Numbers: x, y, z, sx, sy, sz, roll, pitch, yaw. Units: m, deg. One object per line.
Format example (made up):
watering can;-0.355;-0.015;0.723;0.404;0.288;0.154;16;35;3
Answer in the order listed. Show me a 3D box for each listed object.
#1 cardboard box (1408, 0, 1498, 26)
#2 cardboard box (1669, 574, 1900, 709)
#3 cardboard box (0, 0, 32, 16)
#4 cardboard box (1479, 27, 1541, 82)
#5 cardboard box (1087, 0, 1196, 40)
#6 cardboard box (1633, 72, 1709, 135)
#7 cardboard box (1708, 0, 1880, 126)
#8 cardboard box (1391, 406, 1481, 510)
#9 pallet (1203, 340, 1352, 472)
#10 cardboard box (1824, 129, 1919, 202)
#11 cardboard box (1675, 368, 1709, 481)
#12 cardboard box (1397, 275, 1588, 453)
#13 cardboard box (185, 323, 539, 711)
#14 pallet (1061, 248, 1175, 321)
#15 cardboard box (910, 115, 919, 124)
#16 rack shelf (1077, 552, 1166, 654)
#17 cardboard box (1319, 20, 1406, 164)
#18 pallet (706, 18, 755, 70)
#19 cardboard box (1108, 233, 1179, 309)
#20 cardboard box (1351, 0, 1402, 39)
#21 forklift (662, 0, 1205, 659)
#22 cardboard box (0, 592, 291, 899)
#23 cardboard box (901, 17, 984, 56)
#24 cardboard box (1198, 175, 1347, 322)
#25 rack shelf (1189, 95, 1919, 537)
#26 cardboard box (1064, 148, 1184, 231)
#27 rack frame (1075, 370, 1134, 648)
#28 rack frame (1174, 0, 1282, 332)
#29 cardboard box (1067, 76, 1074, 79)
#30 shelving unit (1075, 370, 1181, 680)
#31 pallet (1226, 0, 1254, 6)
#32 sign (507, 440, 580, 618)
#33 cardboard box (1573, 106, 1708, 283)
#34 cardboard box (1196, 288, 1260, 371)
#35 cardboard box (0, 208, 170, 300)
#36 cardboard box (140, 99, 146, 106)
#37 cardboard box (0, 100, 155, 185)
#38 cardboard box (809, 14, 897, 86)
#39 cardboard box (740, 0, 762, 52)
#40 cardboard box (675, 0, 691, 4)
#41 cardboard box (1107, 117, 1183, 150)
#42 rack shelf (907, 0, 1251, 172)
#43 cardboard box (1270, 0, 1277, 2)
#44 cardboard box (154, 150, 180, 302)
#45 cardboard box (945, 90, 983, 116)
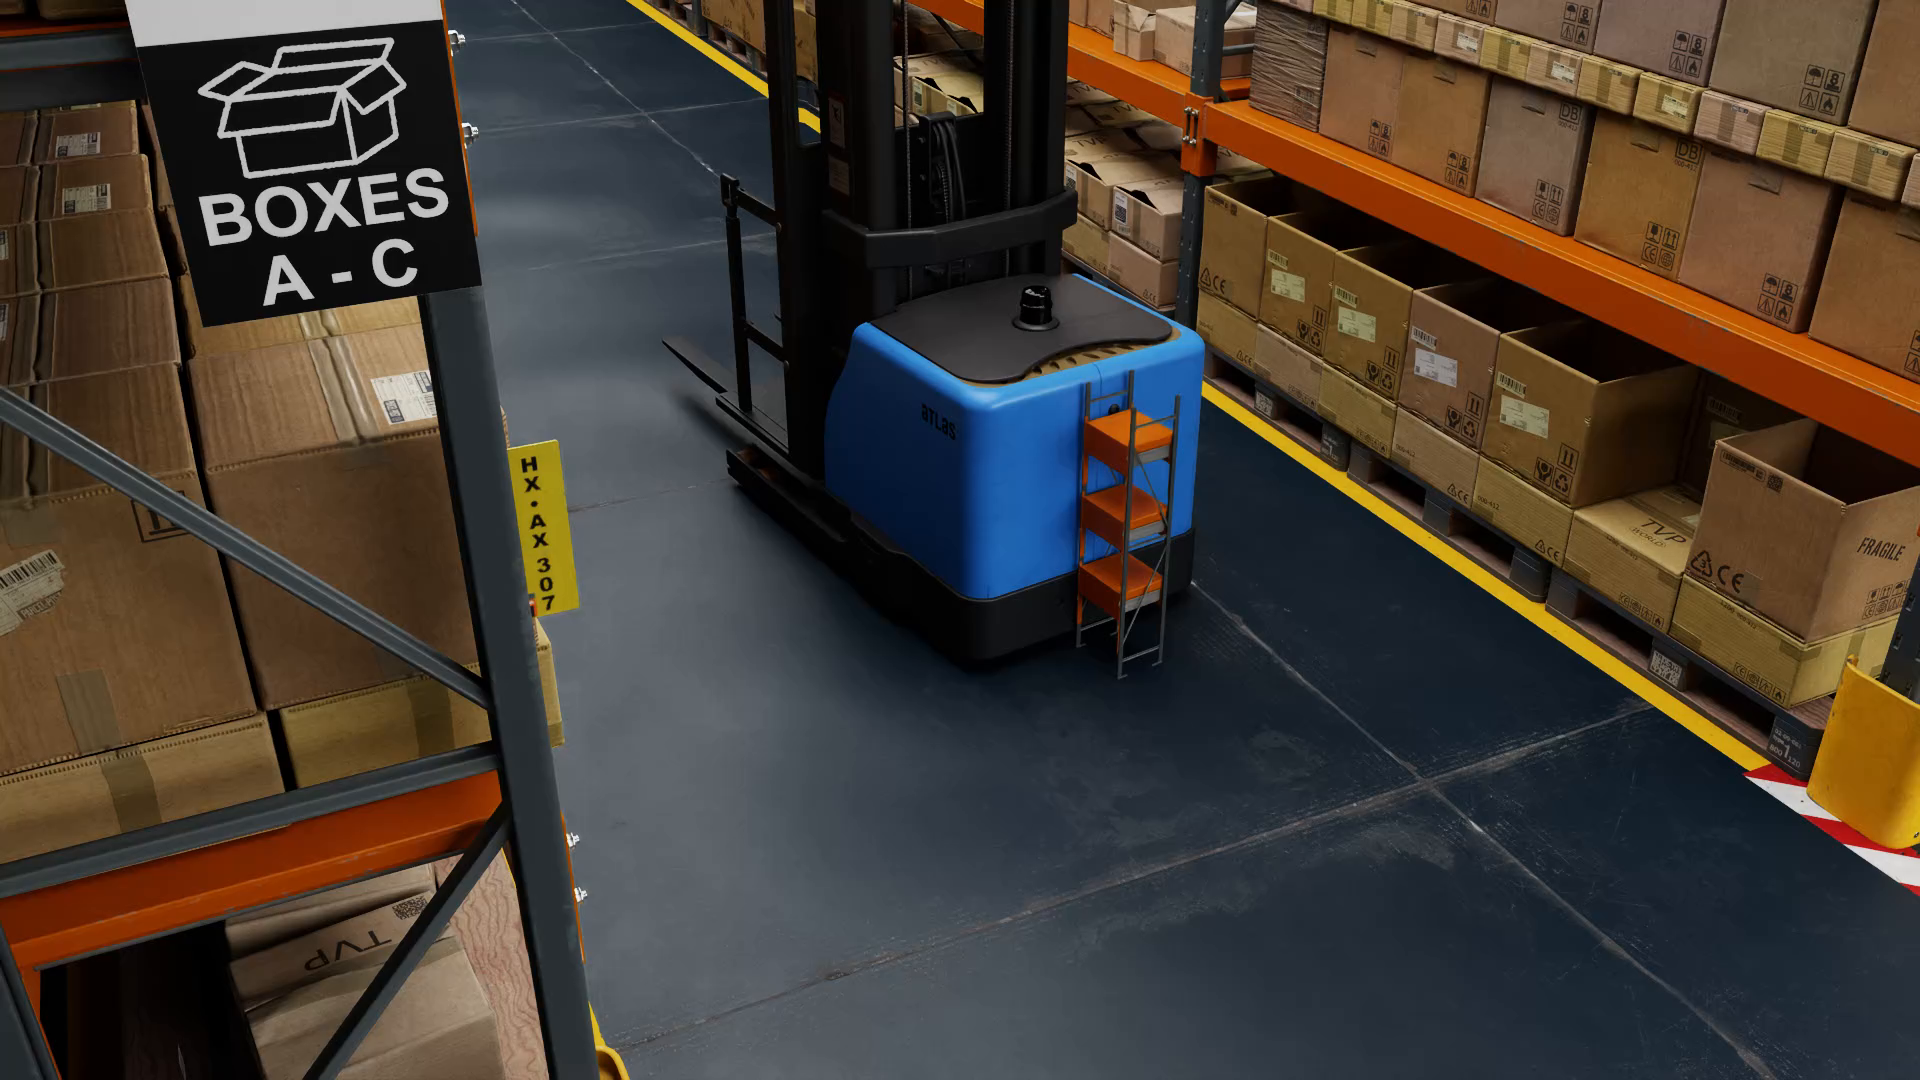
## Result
cardboard box;2.180;-2.302;6.359;0.700;0.500;0.500;-13;32;-22
cardboard box;2.772;0.277;5.571;0.500;0.250;0.500;-13;32;-22
cardboard box;-1.611;-1.014;2.302;0.500;0.500;0.500;-11;31;-18
cardboard box;2.160;-1.815;6.154;0.380;0.149;0.250;-13;32;-22
cardboard box;1.011;-2.950;8.842;0.500;0.500;0.500;-11;31;-18
cardboard box;2.490;-1.475;5.549;0.380;0.149;0.250;-12;31;-20
cardboard box;2.827;-1.637;5.174;0.700;0.500;0.500;-14;32;-23
cardboard box;2.117;-0.383;6.748;0.500;0.250;0.500;-13;32;-22
pallet;1.855;-0.755;7.880;1.003;0.211;1.213;-13;32;-22
cardboard box;2.819;-1.135;4.942;0.380;0.149;0.250;-12;32;-21
cardboard box;2.797;-0.597;6.364;0.500;0.500;0.500;-13;32;-22
cardboard box;2.114;-0.709;6.563;0.500;0.500;0.500;-13;32;-22
cardboard box;-1.137;-0.067;3.169;0.500;0.500;0.500;-13;32;-22
pallet;1.200;-1.432;9.088;1.003;0.211;1.213;-13;32;-22
cardboard box;0.011;-2.567;10.643;0.500;0.250;0.500;-14;32;-23
rack shelf;0.571;0.210;5.892;0.215;0.259;0.240;-18;34;-28
cardboard box;1.980;-1.948;7.056;0.700;0.500;0.500;-13;32;-22
pallet;-1.499;-4.297;14.198;1.003;0.211;1.213;-13;32;-22
cardboard box;1.112;-1.437;8.628;0.500;0.250;0.500;-13;32;-22
cardboard box;1.826;-2.158;6.767;0.380;0.149;0.250;-13;32;-22
forklift;-0.341;-1.536;6.492;1.130;2.935;3.031;-18;34;-28
cardboard box;-1.579;0.368;3.159;0.500;0.250;0.500;-13;32;-21
cardboard box;-0.103;-3.461;11.961;0.500;0.500;0.500;-12;31;-20
cardboard box;1.468;-1.372;7.744;0.500;0.500;0.500;-13;32;-22
rack shelf;2.410;-1.134;6.441;1.077;0.370;4.000;-13;32;-22
cardboard box;0.890;-1.907;8.892;0.500;0.311;0.500;-12;32;-21
rack frame;0.505;-0.092;5.840;0.200;1.050;0.008;-18;34;-28
rack frame;1.552;-2.331;7.840;1.000;3.000;0.127;-13;32;-22
cardboard box;0.511;-2.919;10.697;0.500;0.311;0.500;-14;32;-23
shelving unit;0.571;-0.042;5.751;0.215;1.050;0.252;-18;34;-28
pallet;2.886;-5.338;16.053;1.003;0.211;1.213;-13;32;-22
sign;-0.713;-0.014;2.823;0.100;0.325;0.005;-13;32;-22
cardboard box;2.642;-1.268;5.843;0.700;0.500;0.500;-13;32;-22
cardboard box;1.477;-1.047;7.931;0.500;0.250;0.500;-13;32;-22
cardboard box;-2.031;-0.408;3.778;0.500;0.500;0.500;-14;32;-23
cardboard box;-3.108;-1.757;6.264;0.700;0.500;0.500;-13;32;-22
cardboard box;-2.689;-1.079;4.974;0.500;0.500;0.500;-13;32;-22
cardboard box;-0.779;-3.564;12.144;0.500;0.500;0.500;-12;31;-20
cardboard box;-1.448;-4.246;13.362;0.500;0.500;0.500;-13;32;-21
cardboard box;-2.383;-5.159;14.989;0.500;0.500;0.500;-13;32;-22
cardboard box;1.166;-2.245;9.495;0.500;0.311;0.500;-14;32;-24
rack shelf;0.693;-2.901;9.592;1.077;0.370;4.000;-13;32;-22
cardboard box;1.492;-2.498;7.373;0.380;0.149;0.250;-13;32;-22
cardboard box;-1.789;-0.742;4.373;0.500;0.500;0.500;-12;31;-20
cardboard box;0.244;-2.578;10.088;0.500;0.311;0.500;-14;32;-23
